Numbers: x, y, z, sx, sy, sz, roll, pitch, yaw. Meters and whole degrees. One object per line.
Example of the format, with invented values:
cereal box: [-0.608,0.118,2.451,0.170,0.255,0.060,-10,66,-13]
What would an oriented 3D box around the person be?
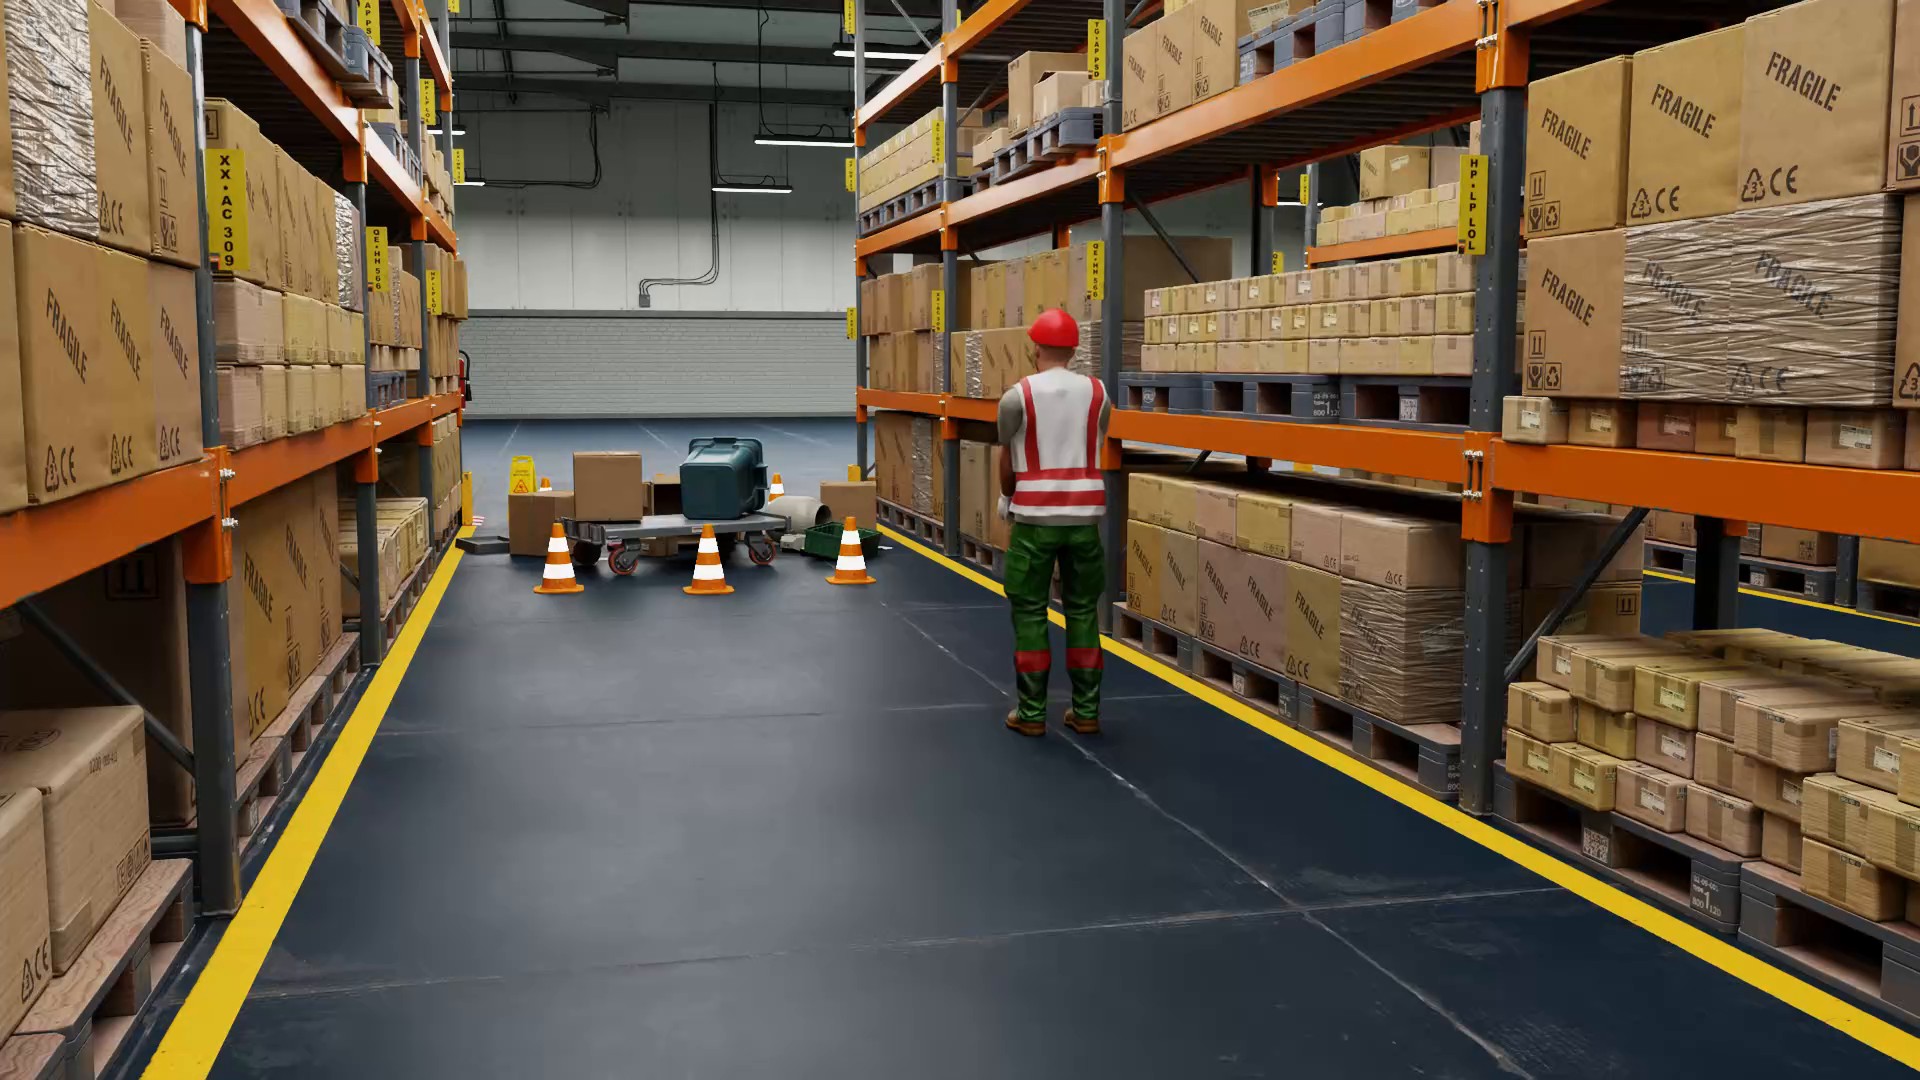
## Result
person: [0.372,-0.087,7.101,0.495,1.786,0.564,-1,6,-14]
